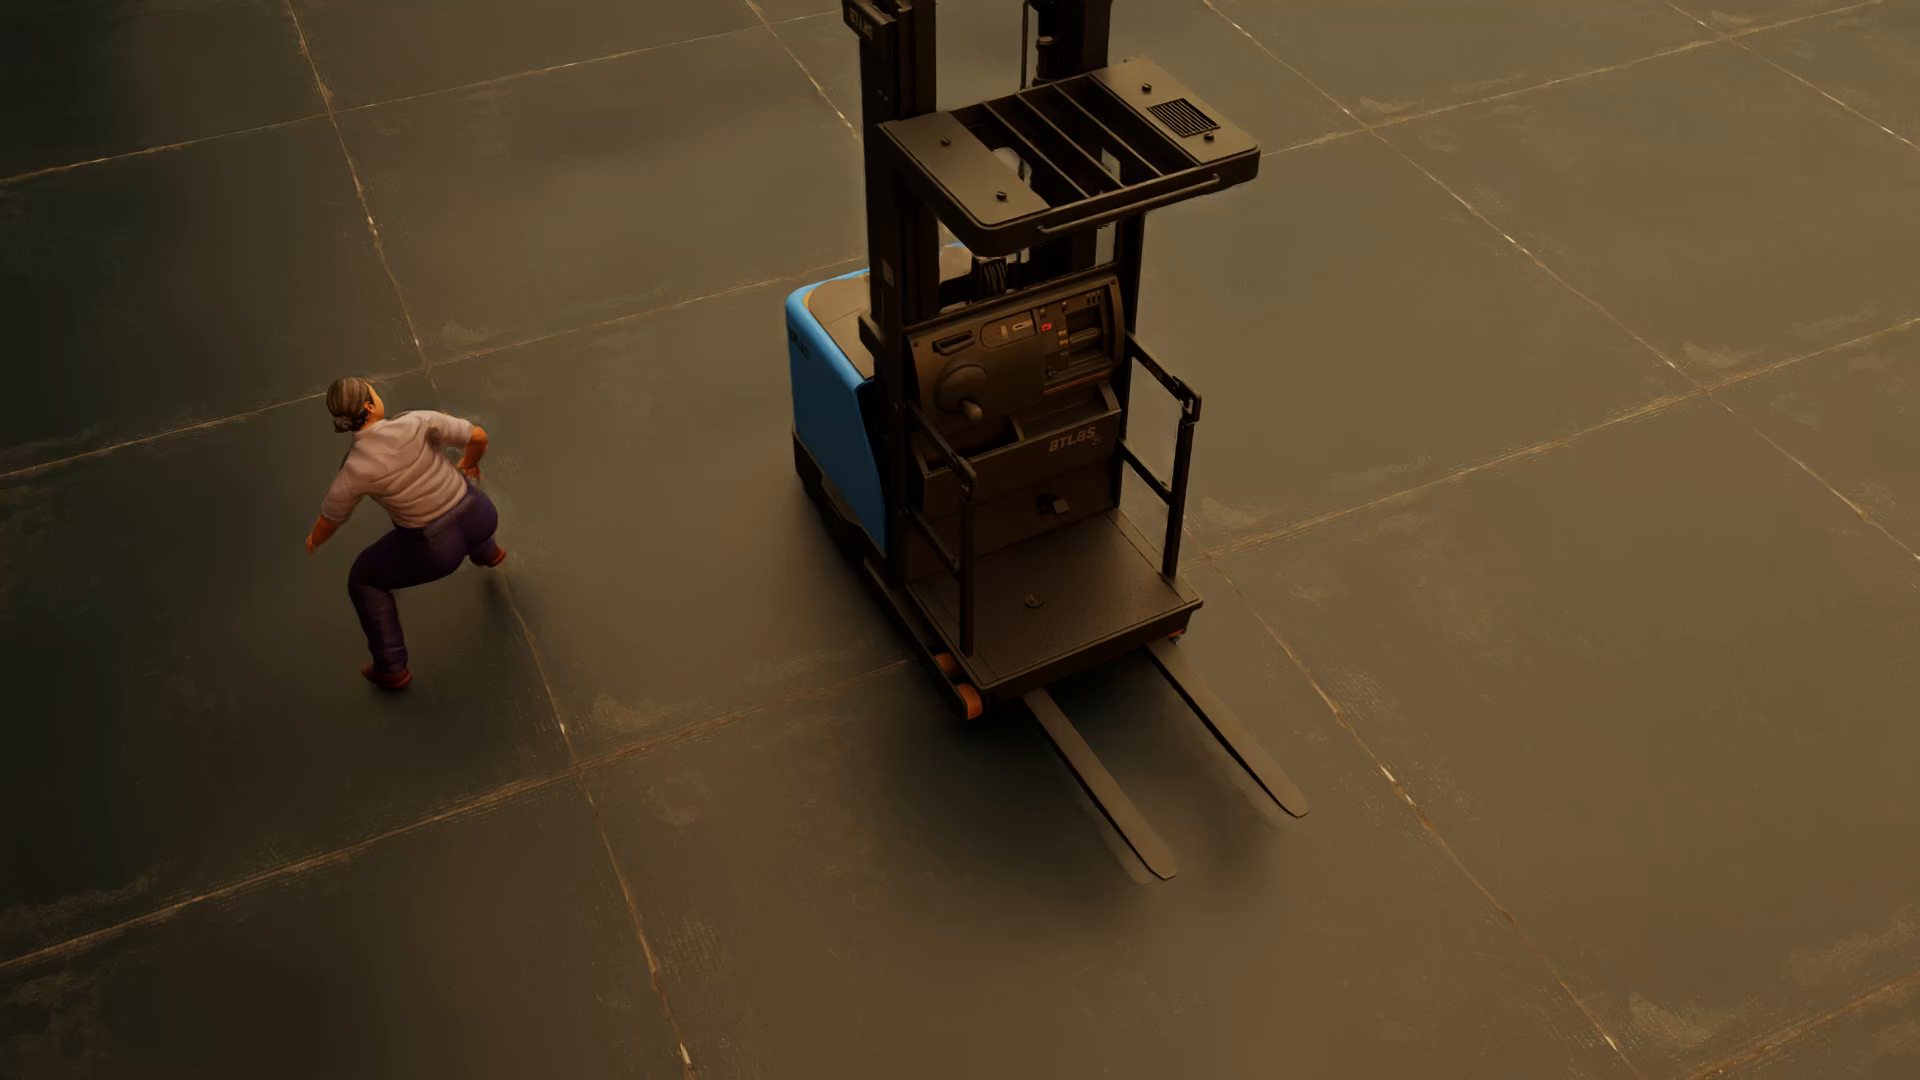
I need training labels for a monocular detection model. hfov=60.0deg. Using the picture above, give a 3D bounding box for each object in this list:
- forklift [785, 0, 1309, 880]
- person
[{"bbox_3d":[0.336,-0.667,6.395,1.130,2.935,3.031,-20,47,-20],"label":"forklift"},{"bbox_3d":[-2.307,-0.103,6.951,0.632,1.439,0.825,31,51,29],"label":"person"}]
